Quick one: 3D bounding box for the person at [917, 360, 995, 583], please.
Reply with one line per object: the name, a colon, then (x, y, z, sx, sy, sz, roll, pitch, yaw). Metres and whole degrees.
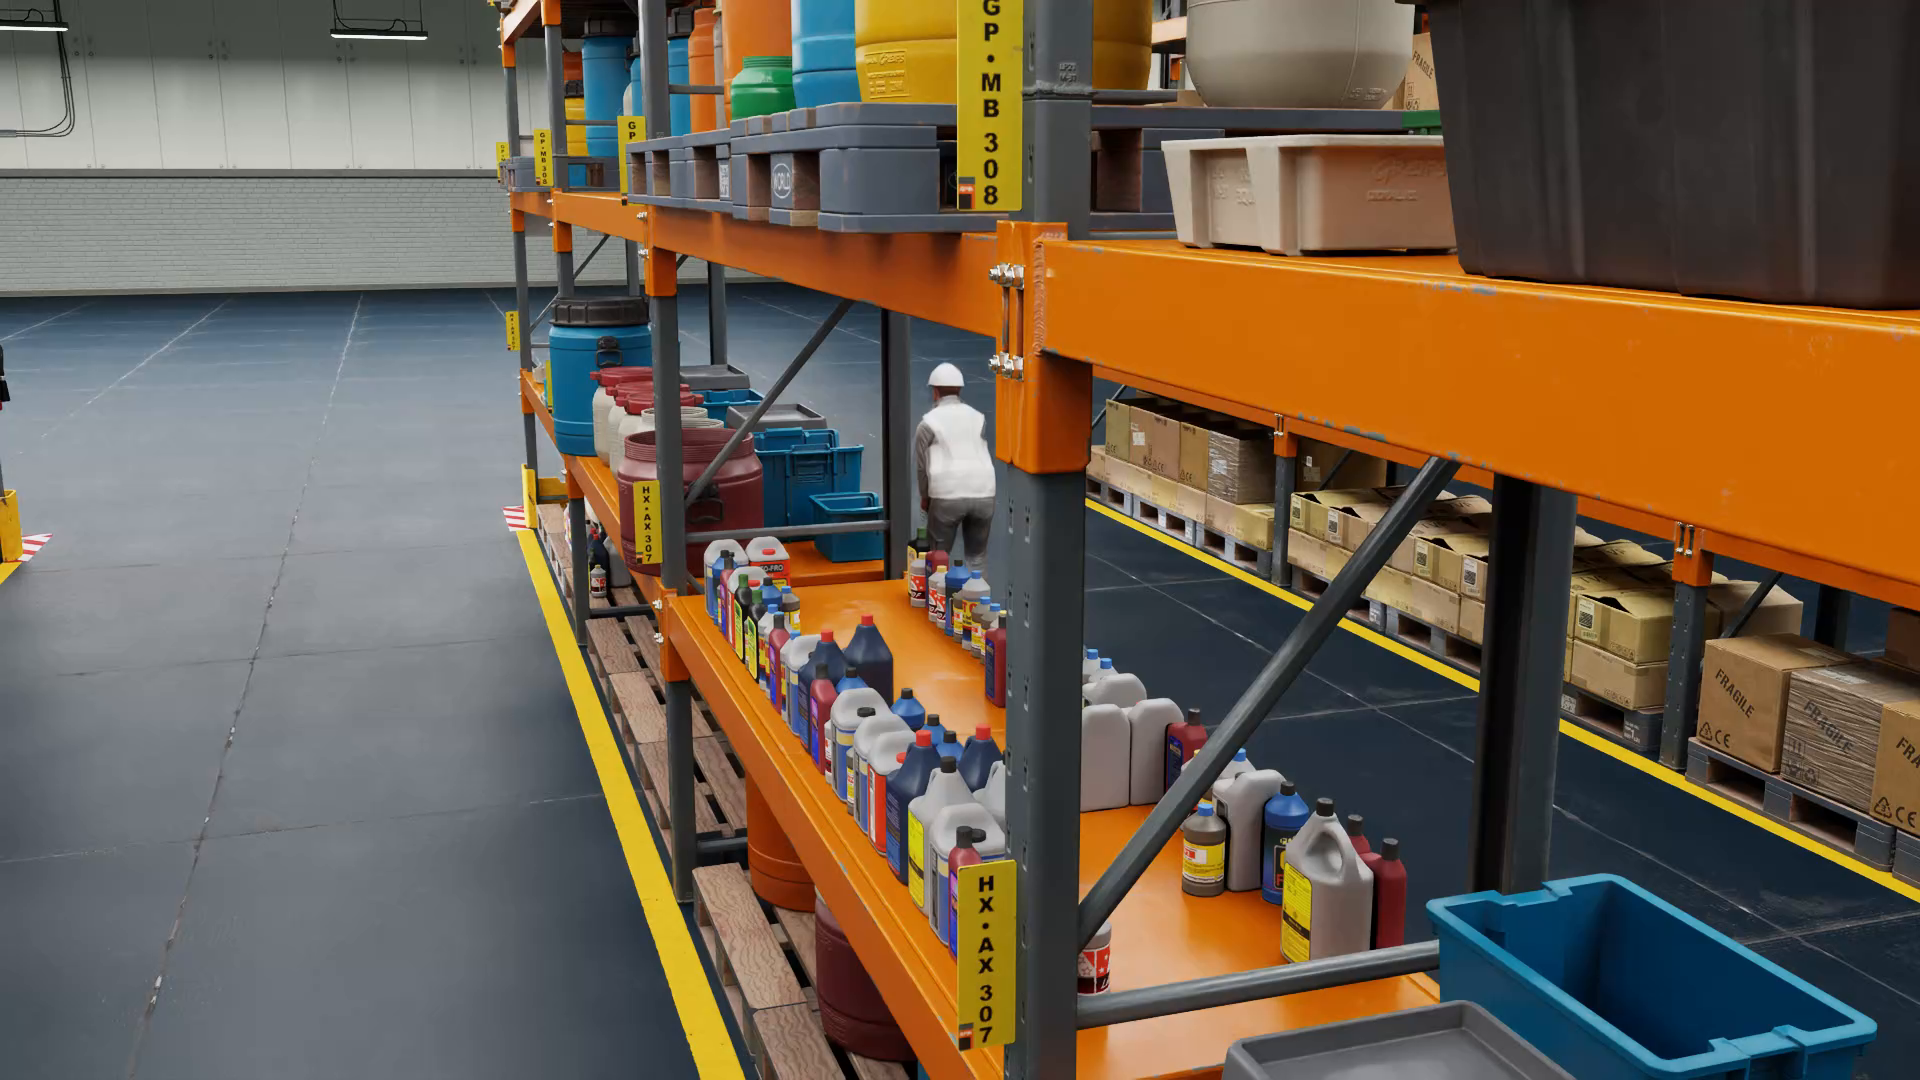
person: (-0.042, -0.287, 10.779, 0.486, 1.754, 0.581, -4, 13, -19)
